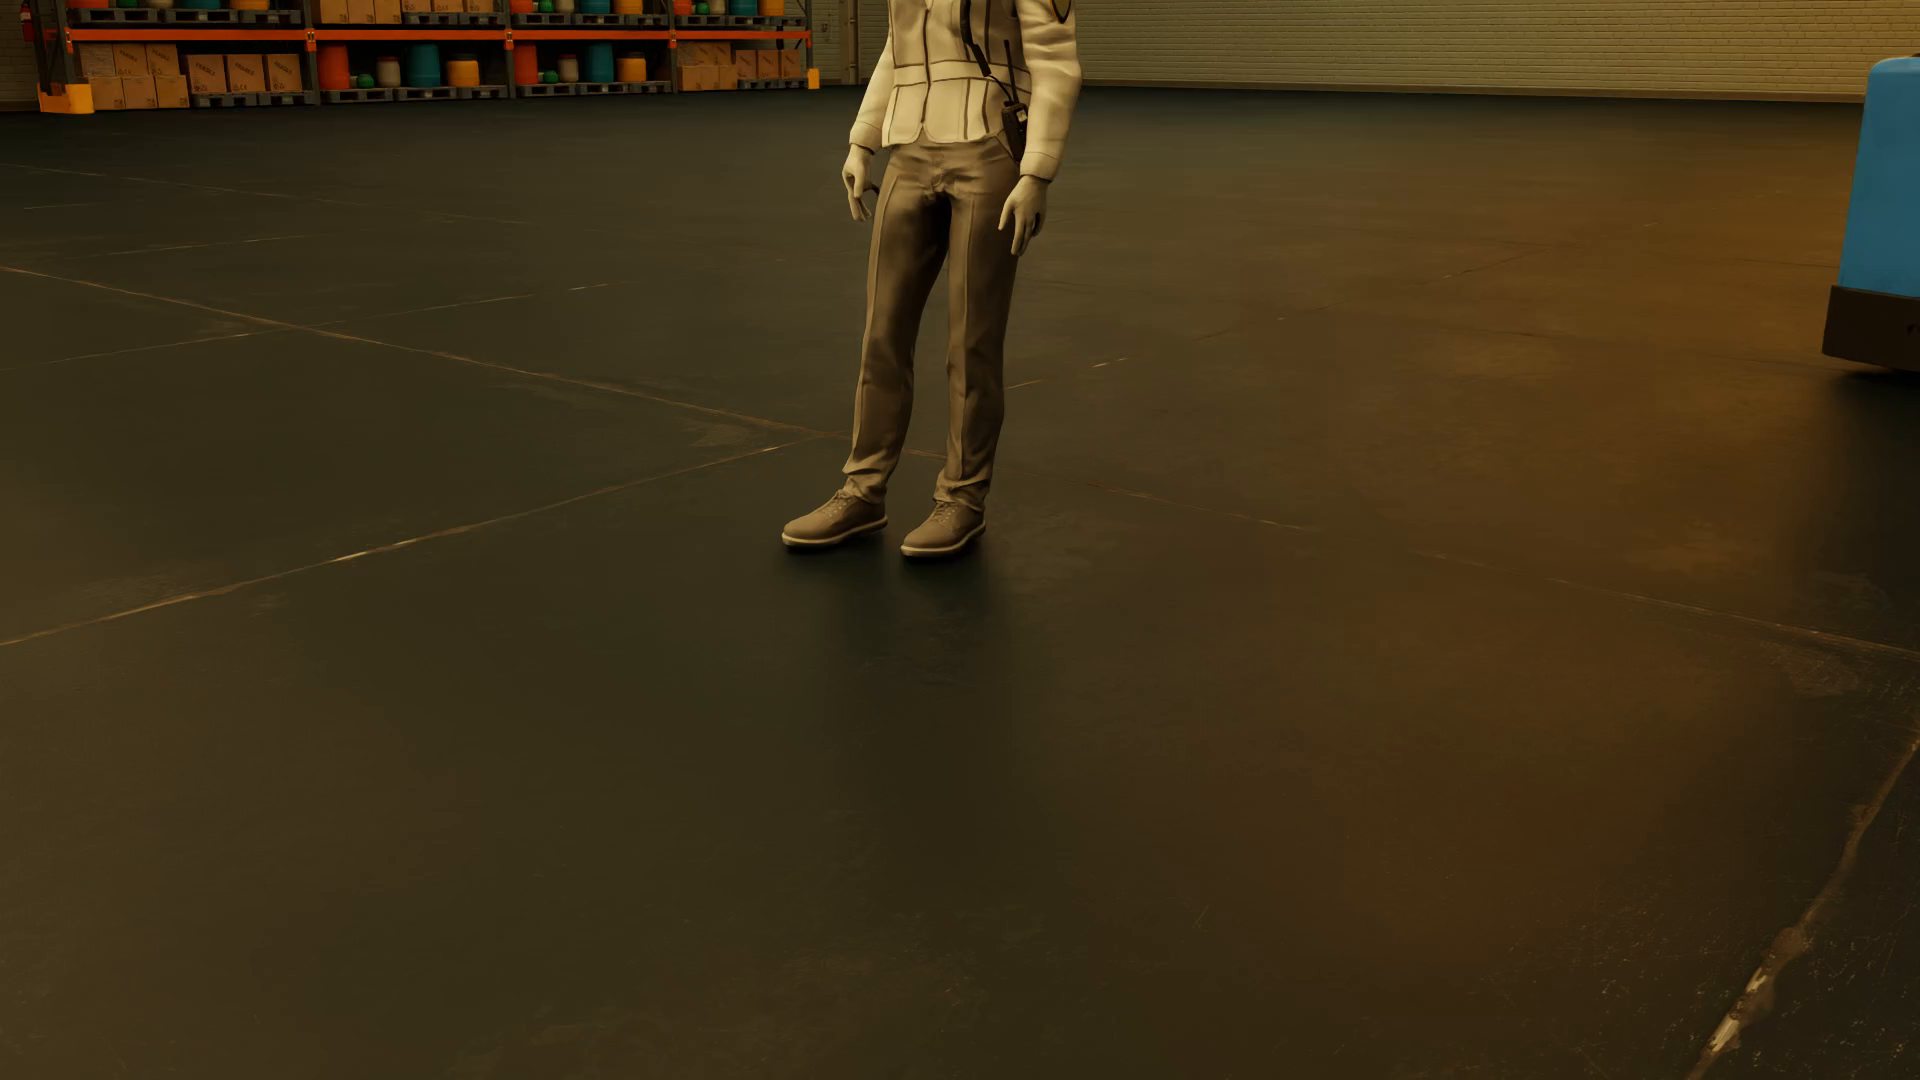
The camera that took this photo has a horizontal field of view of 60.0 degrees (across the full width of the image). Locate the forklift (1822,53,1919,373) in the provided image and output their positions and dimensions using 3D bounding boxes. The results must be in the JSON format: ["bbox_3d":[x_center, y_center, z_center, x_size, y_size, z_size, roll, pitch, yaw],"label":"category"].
[{"bbox_3d":[4.593,-2.049,5.646,3.031,2.935,1.130,-8,19,-24],"label":"forklift"}]

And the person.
[{"bbox_3d":[-0.049,-0.803,3.647,0.586,1.694,0.530,13,21,37],"label":"person"}]
